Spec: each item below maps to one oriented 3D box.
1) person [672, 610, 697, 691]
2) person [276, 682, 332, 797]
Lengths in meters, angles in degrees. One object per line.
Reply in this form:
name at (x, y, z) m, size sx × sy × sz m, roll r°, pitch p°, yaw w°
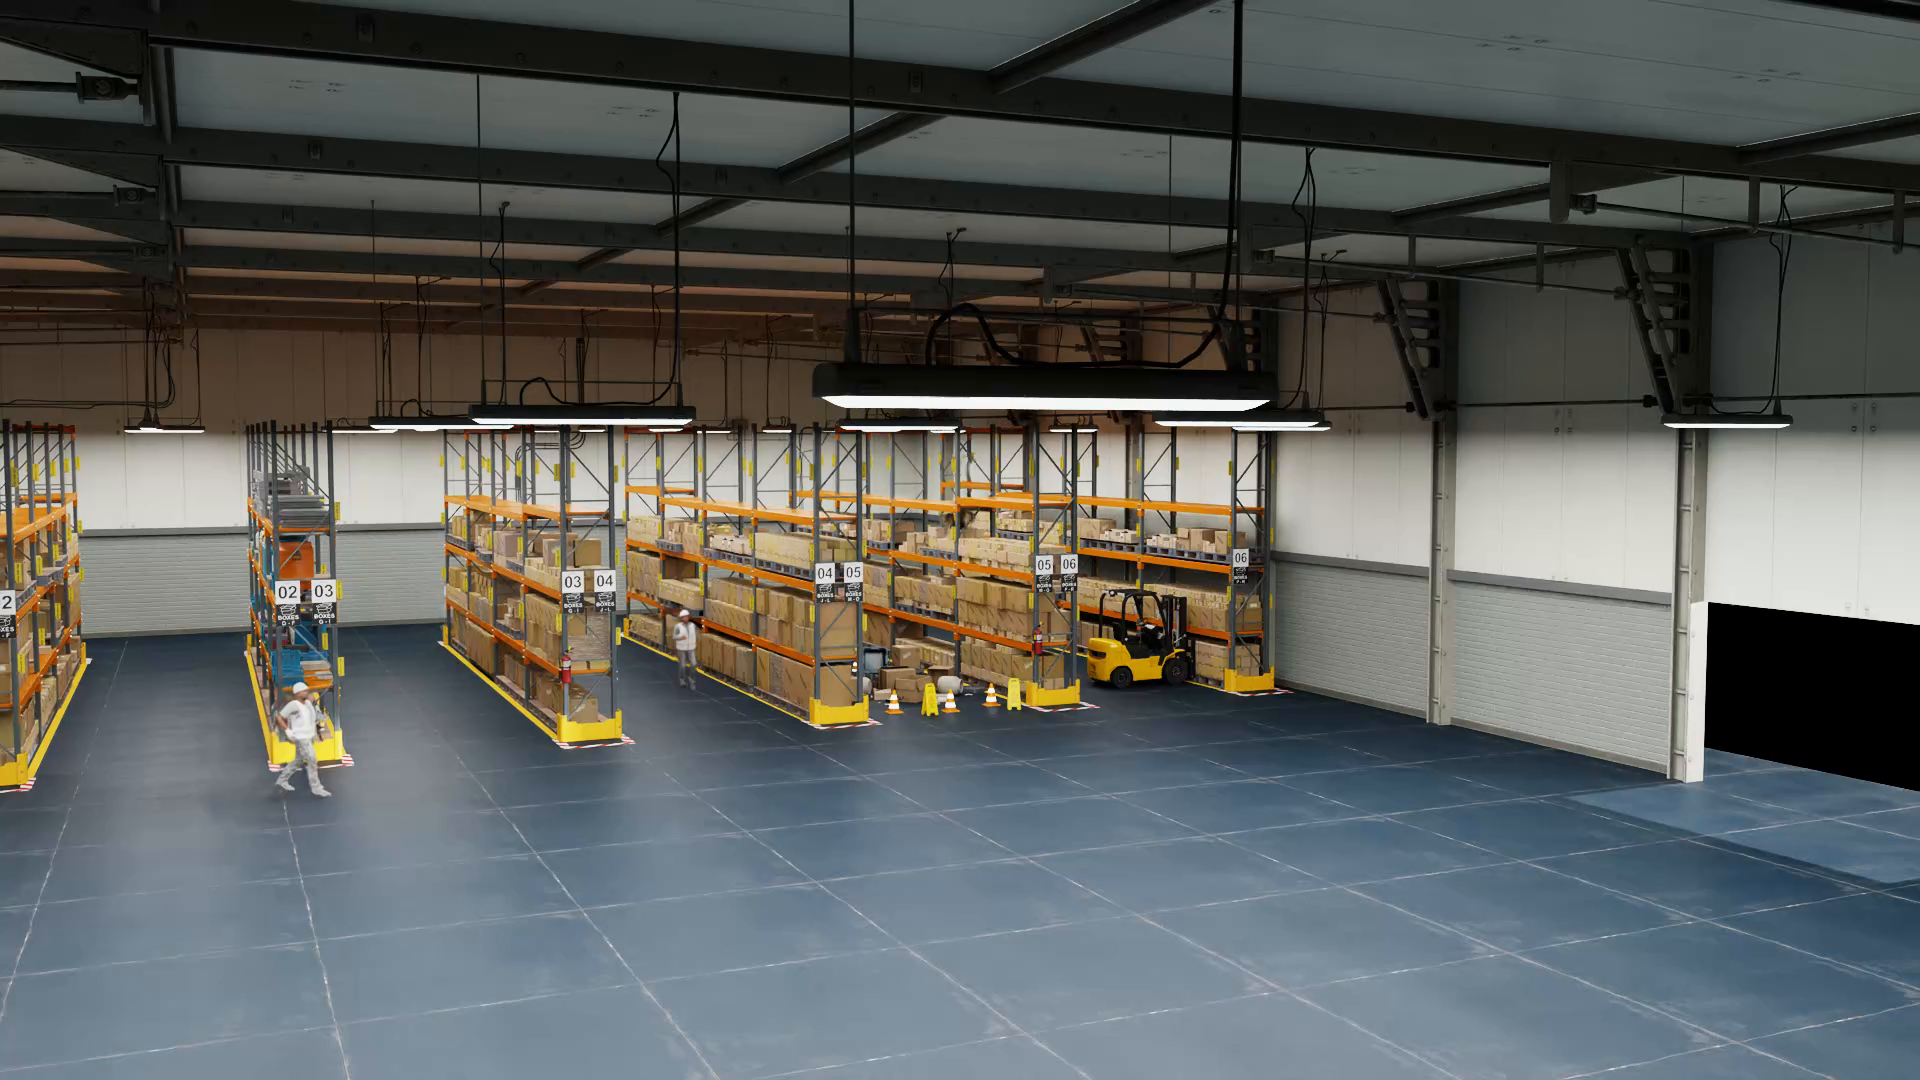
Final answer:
person at (-6.215, 2.496, 37.604) m, size 0.608 × 1.835 × 0.777 m, roll -1°, pitch 4°, yaw -22°
person at (-10.428, 3.158, 26.375) m, size 0.933 × 1.806 × 0.674 m, roll 0°, pitch 4°, yaw -1°
